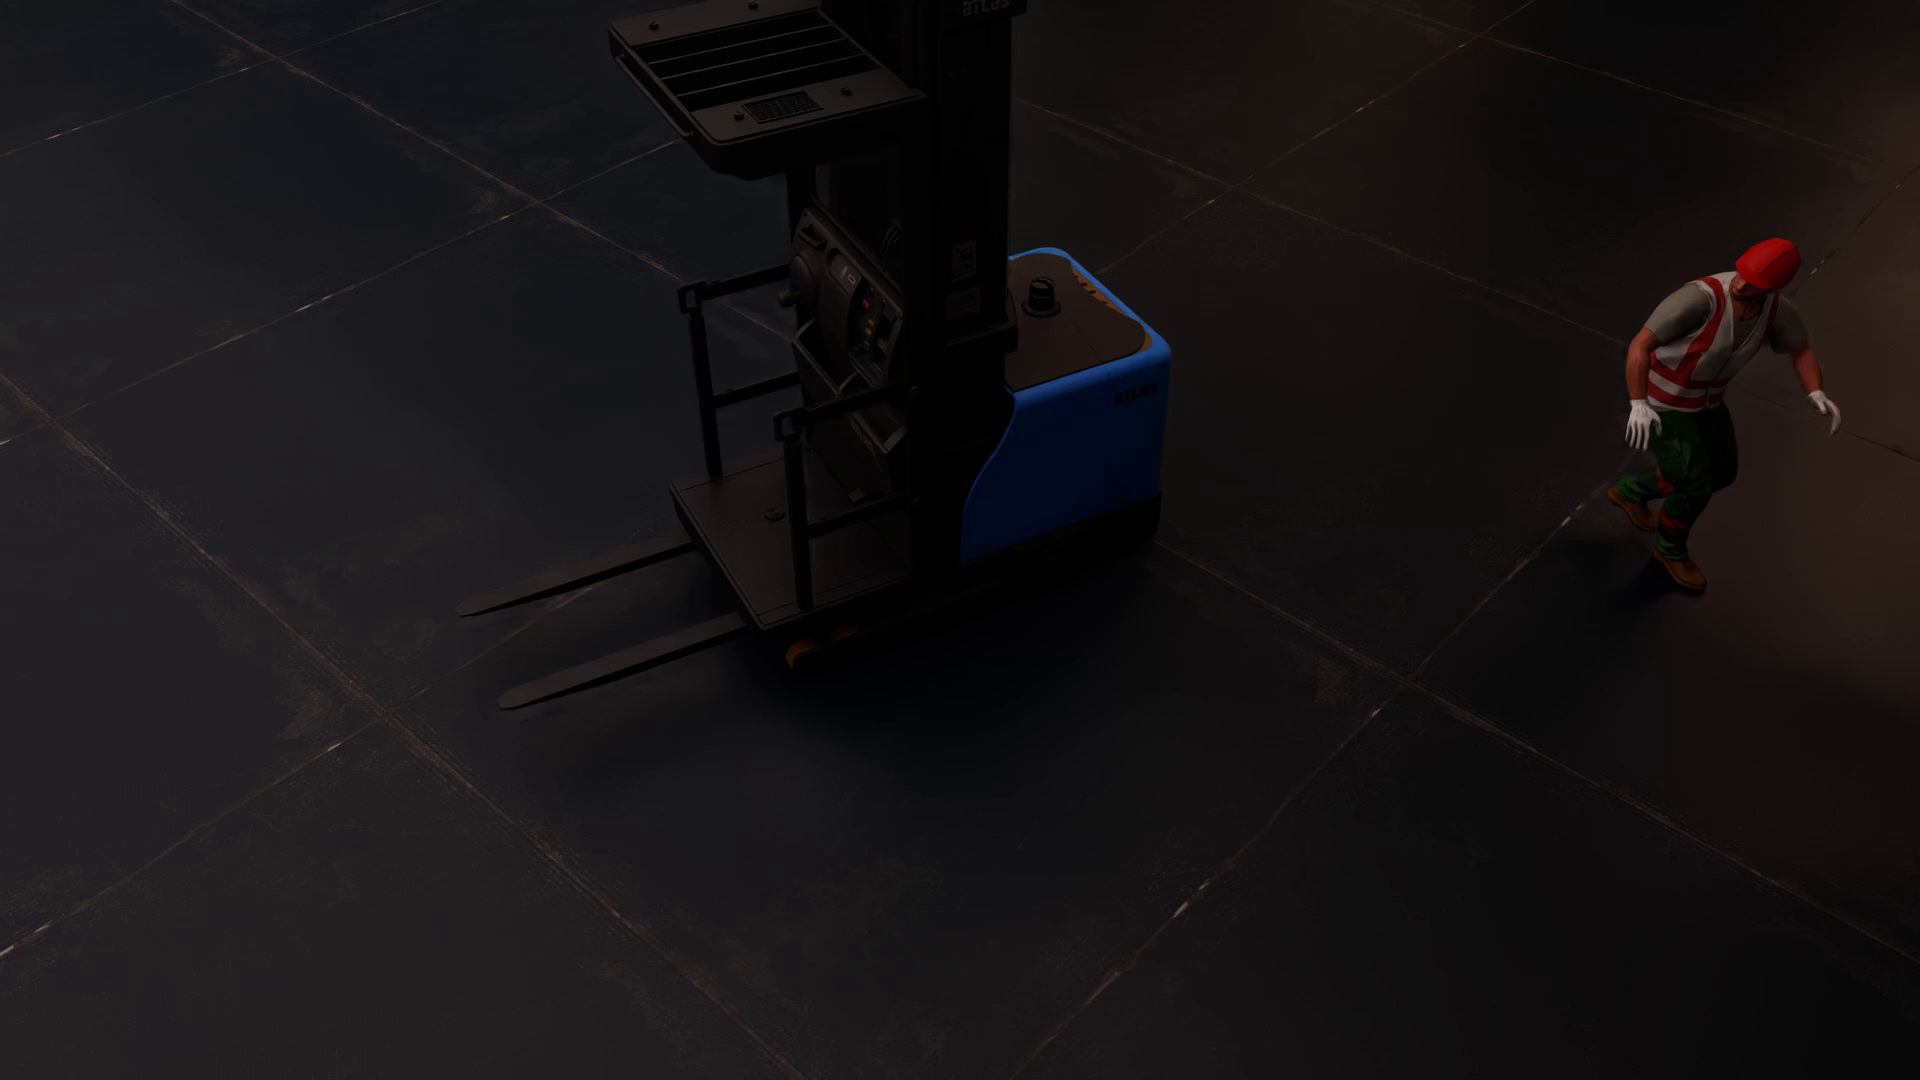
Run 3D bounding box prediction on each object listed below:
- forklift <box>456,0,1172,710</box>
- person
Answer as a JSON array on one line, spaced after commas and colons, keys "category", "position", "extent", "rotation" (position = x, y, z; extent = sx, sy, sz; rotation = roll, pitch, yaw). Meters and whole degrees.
[{"category": "forklift", "position": [-0.633, -0.932, 6.514], "extent": [3.031, 2.935, 1.130], "rotation": [-19, 44, -21]}, {"category": "person", "position": [3.159, -0.501, 6.998], "extent": [0.876, 1.643, 0.816], "rotation": [-19, 44, -21]}]
